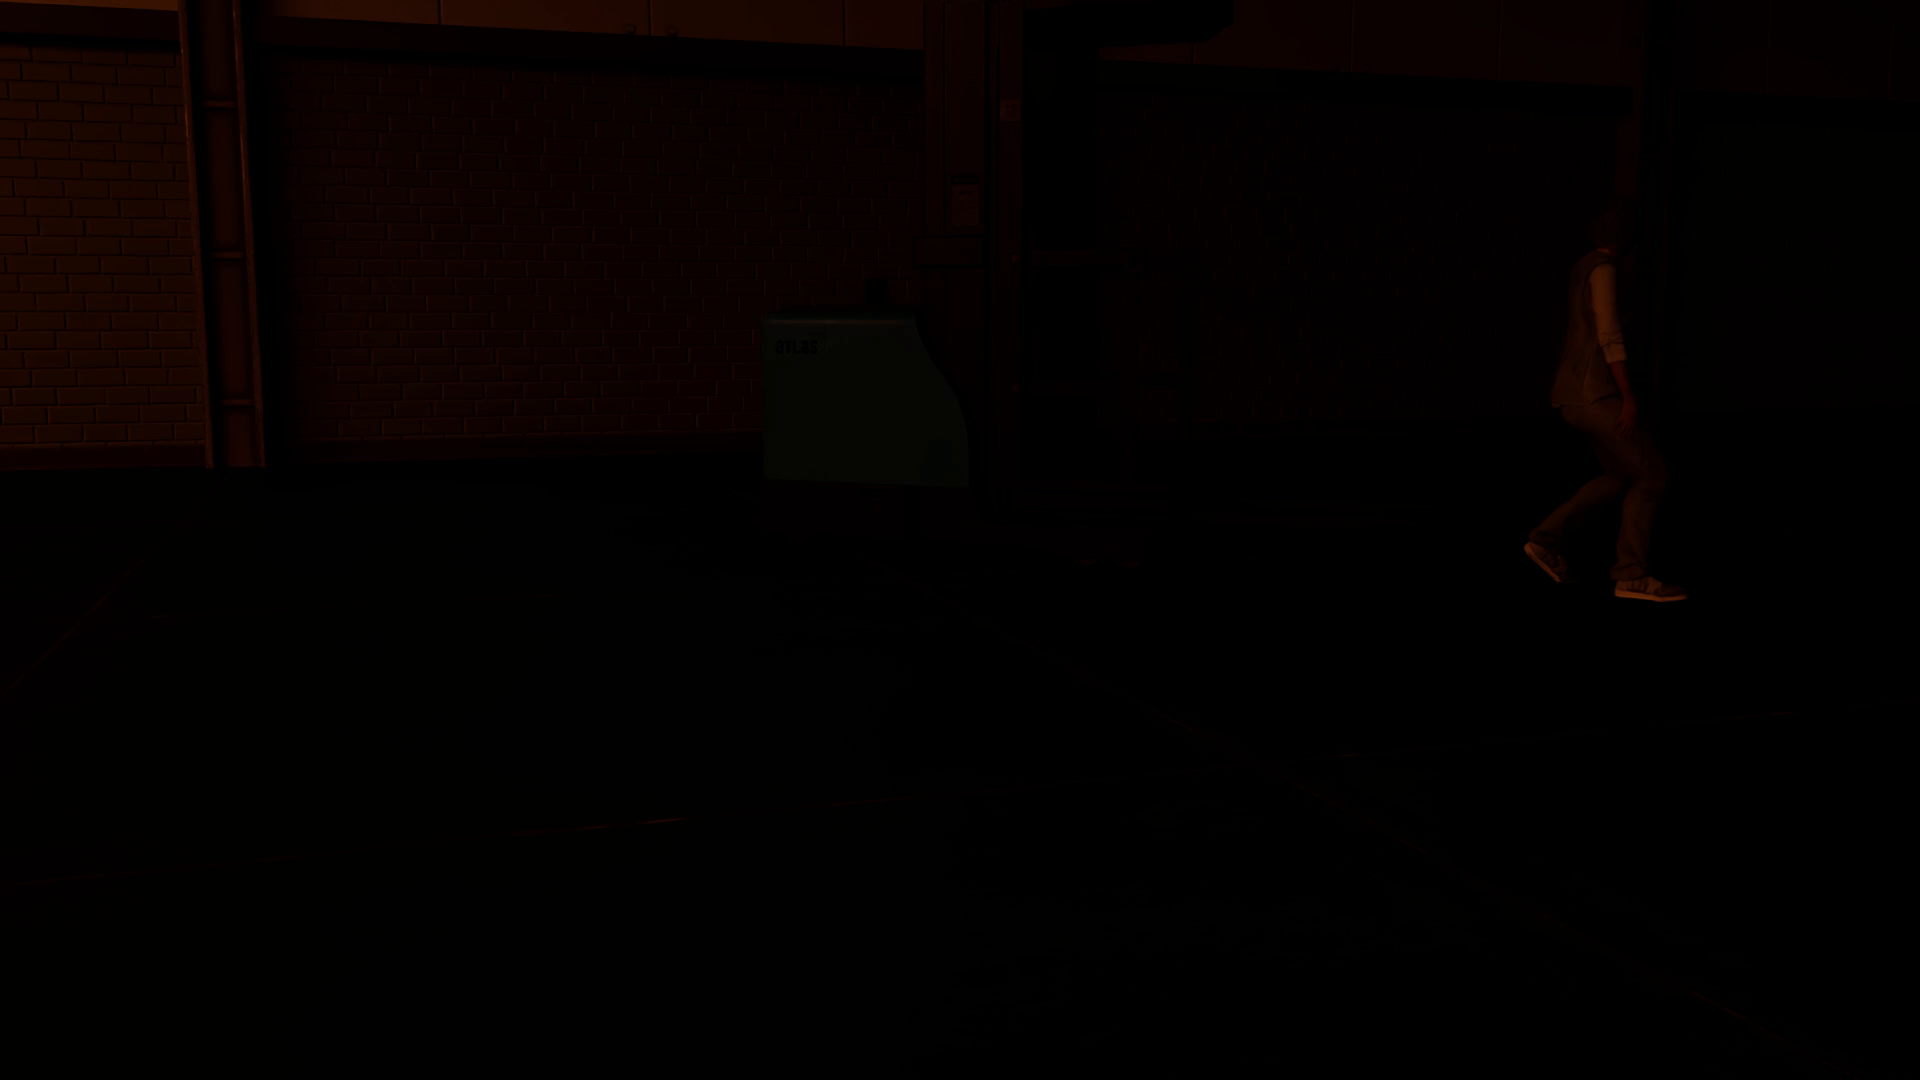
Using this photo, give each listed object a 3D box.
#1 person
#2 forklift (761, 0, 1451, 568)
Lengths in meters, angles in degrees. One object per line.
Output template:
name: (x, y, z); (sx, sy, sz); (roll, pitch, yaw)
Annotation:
person: (2.477, -0.529, 6.332); (0.588, 1.533, 0.727); (3, 8, 20)
forklift: (0.646, -1.414, 7.446); (3.031, 2.935, 1.130); (3, 8, 21)
